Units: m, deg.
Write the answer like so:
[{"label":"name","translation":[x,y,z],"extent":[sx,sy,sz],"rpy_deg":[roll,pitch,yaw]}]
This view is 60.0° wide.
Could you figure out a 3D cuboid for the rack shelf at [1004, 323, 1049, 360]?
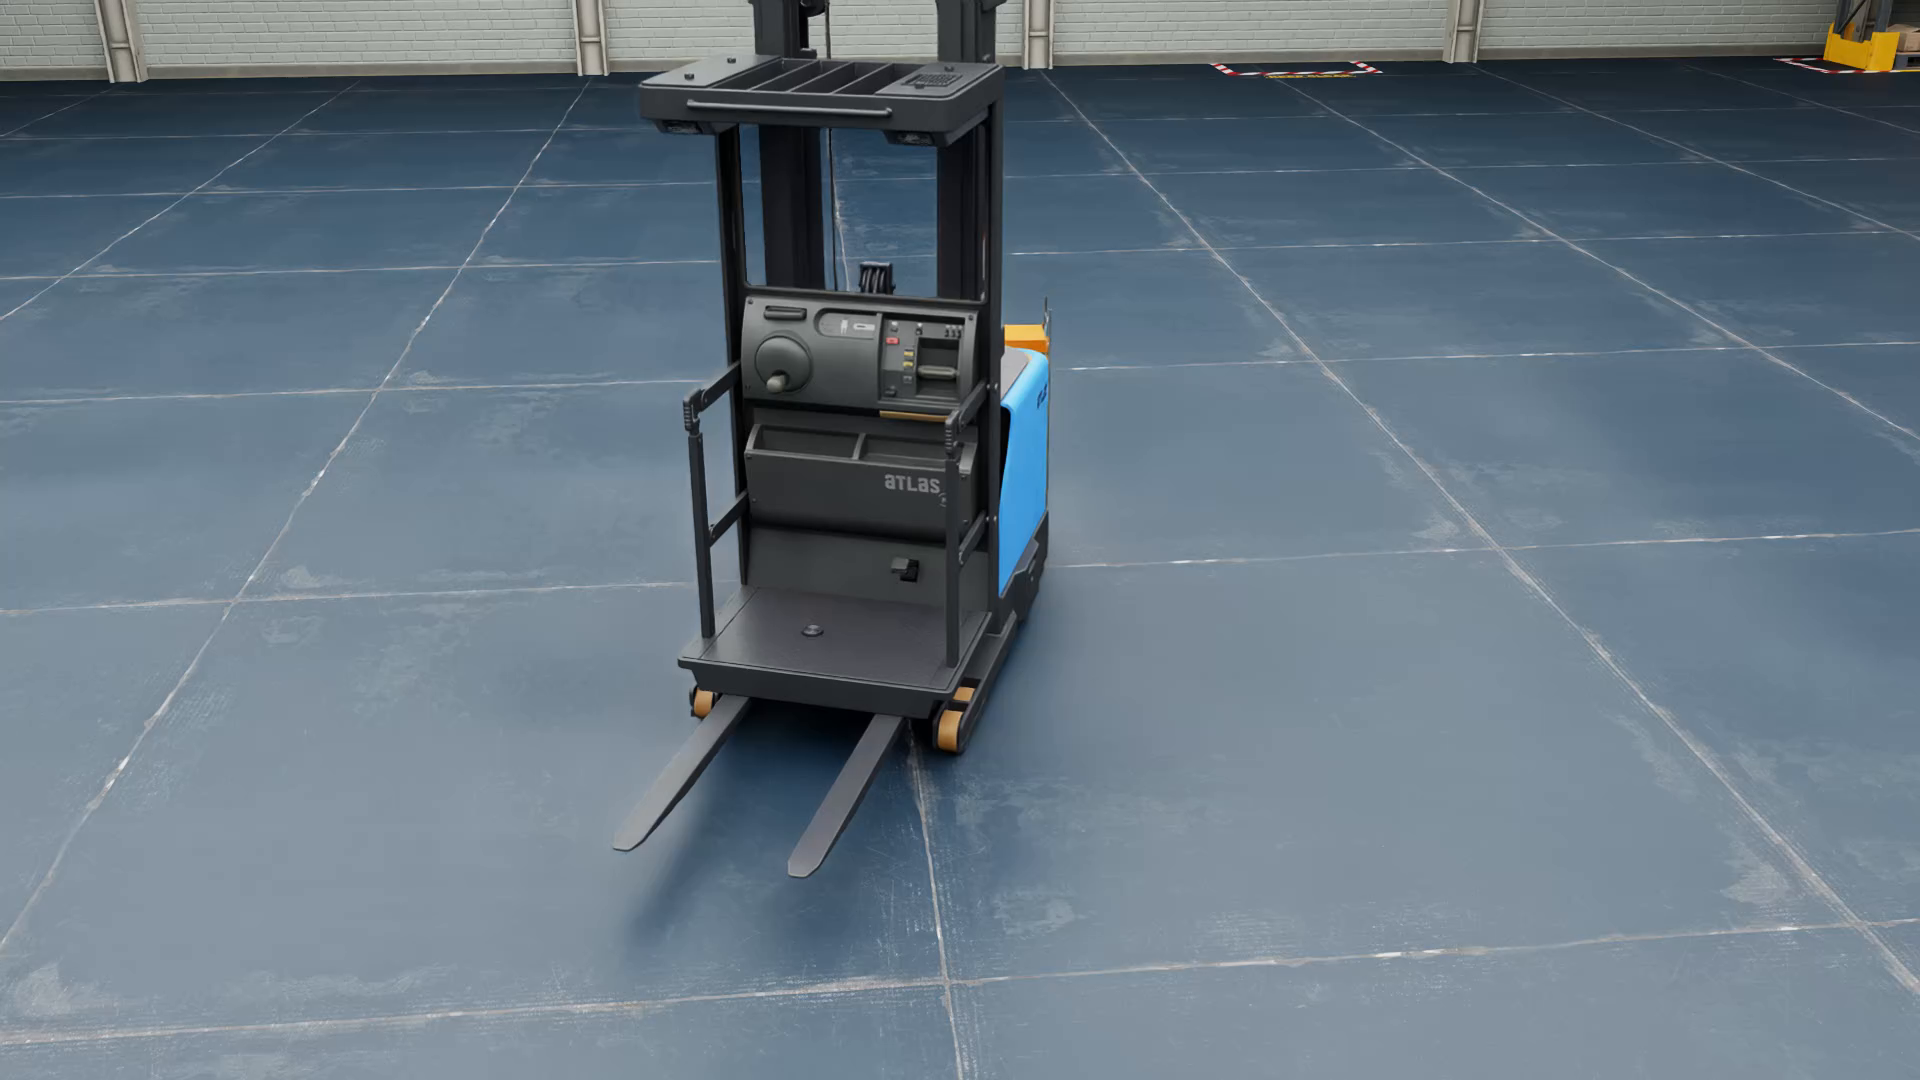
[{"label":"rack shelf","translation":[0.169,-0.920,7.876],"extent":[0.480,0.148,0.258],"rpy_deg":[-1,24,-2]}]

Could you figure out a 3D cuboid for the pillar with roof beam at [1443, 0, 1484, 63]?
[{"label":"pillar with roof beam","translation":[7.452,-9.112,17.672],"extent":[0.400,9.000,9.100],"rpy_deg":[-2,24,-5]}]

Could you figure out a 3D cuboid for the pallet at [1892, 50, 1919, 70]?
[{"label":"pallet","translation":[13.276,-6.720,23.109],"extent":[1.213,0.211,1.003],"rpy_deg":[-2,24,-5]}]

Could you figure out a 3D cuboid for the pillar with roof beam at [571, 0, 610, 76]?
[{"label":"pillar with roof beam","translation":[-4.490,-8.633,16.595],"extent":[0.400,9.000,9.100],"rpy_deg":[-2,24,-5]}]

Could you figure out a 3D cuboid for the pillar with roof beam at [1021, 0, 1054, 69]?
[{"label":"pillar with roof beam","translation":[1.481,-8.873,17.133],"extent":[0.400,9.000,9.100],"rpy_deg":[-2,24,-5]}]

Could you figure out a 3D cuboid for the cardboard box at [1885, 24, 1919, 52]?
[{"label":"cardboard box","translation":[13.086,-6.937,22.932],"extent":[0.500,0.311,0.500],"rpy_deg":[-5,24,-11]}]

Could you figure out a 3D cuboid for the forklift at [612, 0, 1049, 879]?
[{"label":"forklift","translation":[-0.443,-0.691,6.197],"extent":[1.130,2.935,3.031],"rpy_deg":[6,25,13]}]

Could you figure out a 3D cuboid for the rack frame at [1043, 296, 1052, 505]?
[{"label":"rack frame","translation":[0.413,-0.566,8.045],"extent":[0.015,1.200,0.240],"rpy_deg":[-1,24,-2]}]

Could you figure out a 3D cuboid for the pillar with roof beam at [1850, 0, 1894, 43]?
[{"label":"pillar with roof beam","translation":[13.423,-9.352,18.211],"extent":[0.400,9.000,9.100],"rpy_deg":[-2,24,-5]}]

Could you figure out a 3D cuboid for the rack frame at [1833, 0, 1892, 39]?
[{"label":"rack frame","translation":[12.388,-7.973,22.495],"extent":[0.127,3.000,1.000],"rpy_deg":[-2,24,-5]}]

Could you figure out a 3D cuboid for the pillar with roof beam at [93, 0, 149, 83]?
[{"label":"pillar with roof beam","translation":[-10.461,-8.394,16.056],"extent":[0.400,9.000,9.100],"rpy_deg":[-2,24,-5]}]

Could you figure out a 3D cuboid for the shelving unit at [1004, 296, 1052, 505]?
[{"label":"shelving unit","translation":[0.169,-0.561,8.035],"extent":[0.503,1.200,0.258],"rpy_deg":[-1,24,-2]}]

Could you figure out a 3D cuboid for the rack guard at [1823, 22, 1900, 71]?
[{"label":"rack guard","translation":[12.464,-6.834,23.010],"extent":[0.348,0.500,1.175],"rpy_deg":[-2,24,-5]}]
